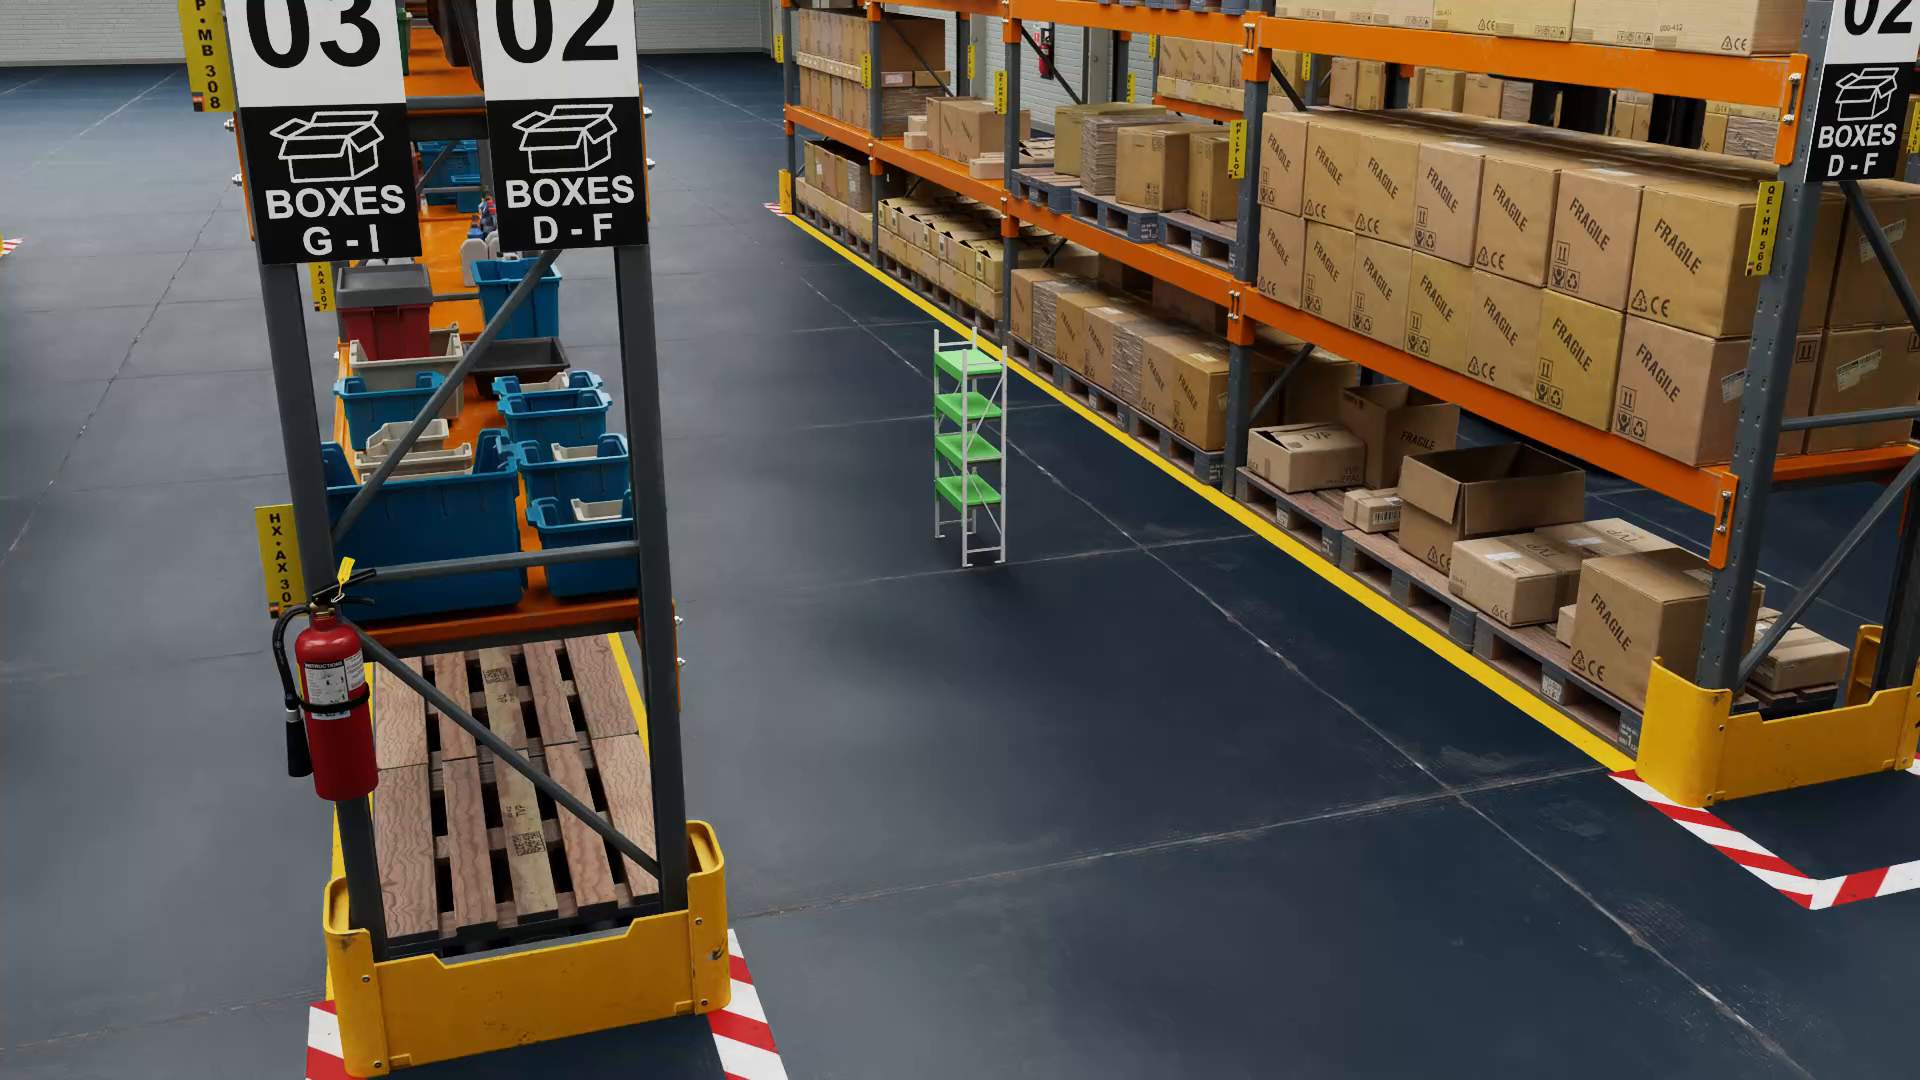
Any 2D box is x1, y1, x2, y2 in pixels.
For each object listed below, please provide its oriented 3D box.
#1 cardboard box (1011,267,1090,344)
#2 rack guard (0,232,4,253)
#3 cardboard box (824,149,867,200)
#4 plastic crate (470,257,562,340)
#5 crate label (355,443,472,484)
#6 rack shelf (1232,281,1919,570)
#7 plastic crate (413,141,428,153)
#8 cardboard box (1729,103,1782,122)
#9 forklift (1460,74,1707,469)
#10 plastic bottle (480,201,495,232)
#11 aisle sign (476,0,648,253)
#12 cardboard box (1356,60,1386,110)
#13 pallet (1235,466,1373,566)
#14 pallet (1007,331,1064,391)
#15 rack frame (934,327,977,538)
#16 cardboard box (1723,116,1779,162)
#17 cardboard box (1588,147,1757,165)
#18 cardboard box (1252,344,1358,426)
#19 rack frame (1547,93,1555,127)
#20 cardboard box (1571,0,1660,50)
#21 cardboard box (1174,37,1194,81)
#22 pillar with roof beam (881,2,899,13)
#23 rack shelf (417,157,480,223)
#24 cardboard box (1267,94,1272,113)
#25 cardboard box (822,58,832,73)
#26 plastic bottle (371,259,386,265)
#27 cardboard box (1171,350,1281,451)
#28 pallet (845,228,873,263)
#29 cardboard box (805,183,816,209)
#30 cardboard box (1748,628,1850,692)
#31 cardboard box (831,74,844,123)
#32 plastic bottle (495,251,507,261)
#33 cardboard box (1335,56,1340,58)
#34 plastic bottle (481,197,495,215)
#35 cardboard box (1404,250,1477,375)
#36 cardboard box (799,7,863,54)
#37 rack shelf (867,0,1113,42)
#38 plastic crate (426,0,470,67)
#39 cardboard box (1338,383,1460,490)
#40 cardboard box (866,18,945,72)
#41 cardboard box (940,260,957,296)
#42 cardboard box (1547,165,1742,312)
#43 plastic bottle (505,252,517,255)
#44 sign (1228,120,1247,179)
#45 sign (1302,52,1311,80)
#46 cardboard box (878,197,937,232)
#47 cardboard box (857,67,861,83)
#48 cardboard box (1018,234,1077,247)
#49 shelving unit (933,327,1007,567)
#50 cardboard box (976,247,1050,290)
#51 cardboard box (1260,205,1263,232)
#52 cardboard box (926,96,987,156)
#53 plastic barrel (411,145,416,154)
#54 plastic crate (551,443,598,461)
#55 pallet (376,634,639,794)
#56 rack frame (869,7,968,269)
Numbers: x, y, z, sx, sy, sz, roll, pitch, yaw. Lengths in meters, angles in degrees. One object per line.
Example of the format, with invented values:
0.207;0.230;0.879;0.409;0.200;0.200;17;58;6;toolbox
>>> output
0.716;-1.872;13.239;0.500;0.500;0.500;-5;20;-15;cardboard box
-11.051;-3.333;17.957;1.175;0.500;0.348;-6;21;-17;rack guard
-1.244;-4.165;18.911;0.500;0.500;0.500;-6;21;-17;cardboard box
-2.131;-1.117;8.023;0.392;0.384;0.575;-6;21;-17;plastic crate
-1.961;-0.254;5.987;0.396;0.136;0.243;-6;21;-17;crate label
2.731;-0.754;8.143;1.077;0.370;4.000;-6;21;-17;rack shelf
-5.160;-3.929;16.010;0.767;0.338;0.504;-6;21;-17;plastic crate
6.102;-3.263;12.337;0.500;0.250;0.500;-6;21;-16;cardboard box
4.184;-2.276;11.417;1.130;2.935;3.031;-6;21;-16;forklift
-2.957;-1.963;10.518;0.144;0.351;0.185;-6;21;-17;plastic bottle
-1.040;-1.158;4.357;0.394;0.787;0.004;-6;21;-17;aisle sign
4.585;-4.736;17.367;0.700;0.500;0.500;-4;20;-12;cardboard box
2.317;-0.202;9.666;1.003;0.211;1.213;-6;21;-17;pallet
1.043;-1.462;13.175;1.003;0.211;1.213;-6;21;-17;pallet
-0.025;-0.590;9.284;0.240;1.200;0.015;-6;21;-17;rack frame
6.099;-2.905;12.448;0.500;0.500;0.500;-6;21;-17;cardboard box
3.146;-1.467;7.436;0.500;0.500;0.500;-6;21;-16;cardboard box
2.181;-0.946;10.661;0.500;0.500;0.500;-7;21;-20;cardboard box
5.546;-3.546;14.851;1.000;3.000;0.127;-6;21;-17;rack frame
2.801;-2.090;6.584;0.500;0.250;0.500;-6;21;-17;cardboard box
3.042;-6.060;20.933;0.500;0.500;0.500;-6;21;-17;cardboard box
-5.672;-14.122;35.423;9.100;9.000;0.400;-6;21;-17;pillar with roof beam
-4.487;-2.796;13.829;1.077;0.370;4.000;-6;21;-17;rack shelf
3.703;-5.049;19.227;0.500;0.250;0.500;-6;21;-17;cardboard box
-1.344;-5.376;18.839;0.380;0.149;0.250;-7;21;-18;cardboard box
-3.201;-1.446;9.079;0.144;0.351;0.185;-6;21;-17;plastic bottle
1.675;-0.893;10.512;0.500;0.500;0.500;-7;21;-17;cardboard box
-0.623;-3.249;18.150;1.003;0.211;1.213;-6;21;-17;pallet
-1.552;-4.133;19.933;0.500;0.250;0.500;-6;21;-17;cardboard box
3.554;0.513;7.118;0.380;0.149;0.250;-6;21;-17;cardboard box
-1.046;-4.985;18.709;0.700;0.500;0.500;-6;21;-16;cardboard box
-2.417;-1.347;8.801;0.144;0.351;0.185;-6;21;-17;plastic bottle
4.339;-5.294;18.801;0.500;0.500;0.500;-7;21;-18;cardboard box
-3.174;-2.173;11.218;0.097;0.271;0.097;0;20;0;plastic bottle
2.484;-1.101;7.897;0.500;0.500;0.500;-7;21;-18;cardboard box
-1.519;-6.075;19.825;0.700;0.500;0.500;-6;21;-17;cardboard box
0.216;-4.733;14.783;1.077;0.370;4.000;-6;21;-17;rack shelf
-1.564;-1.828;5.722;0.504;0.338;0.767;-6;21;-17;plastic crate
2.550;-0.612;9.731;0.500;0.500;0.500;-6;21;-17;cardboard box
-0.558;-5.101;17.114;0.700;0.500;0.500;-6;21;-17;cardboard box
0.127;-2.391;15.083;0.500;0.250;0.500;-6;21;-16;cardboard box
2.799;-1.244;6.816;0.500;0.500;0.500;-6;21;-16;cardboard box
-2.591;-1.603;9.613;0.061;0.283;0.133;-6;21;-17;plastic bottle
1.576;-2.219;9.445;0.100;0.325;0.005;-6;21;-17;sign
3.776;-5.177;18.111;0.100;0.325;0.005;-6;21;-17;sign
-0.519;-3.310;16.812;0.500;0.311;0.500;-6;21;-17;cardboard box
-0.862;-4.882;17.463;0.380;0.149;0.250;-7;21;-19;cardboard box
0.786;-2.553;14.703;0.500;0.311;0.500;-7;21;-19;cardboard box
0.052;-0.512;9.066;0.258;1.200;0.503;-6;21;-17;shelving unit
0.446;-2.328;14.076;0.500;0.311;0.500;-6;21;-16;cardboard box
2.165;-2.155;10.210;0.700;0.500;0.500;-15;24;-35;cardboard box
-0.021;-3.932;15.777;0.500;0.500;0.500;-5;20;-13;cardboard box
-4.385;-2.853;12.757;0.421;0.512;0.421;0;20;0;plastic barrel
-1.345;-0.274;6.042;0.250;0.136;0.298;-6;21;-17;plastic crate
-1.947;0.727;7.080;1.003;0.211;1.213;-6;21;-17;pallet
-0.413;-4.302;16.956;1.000;3.000;0.127;-6;21;-17;rack frame
